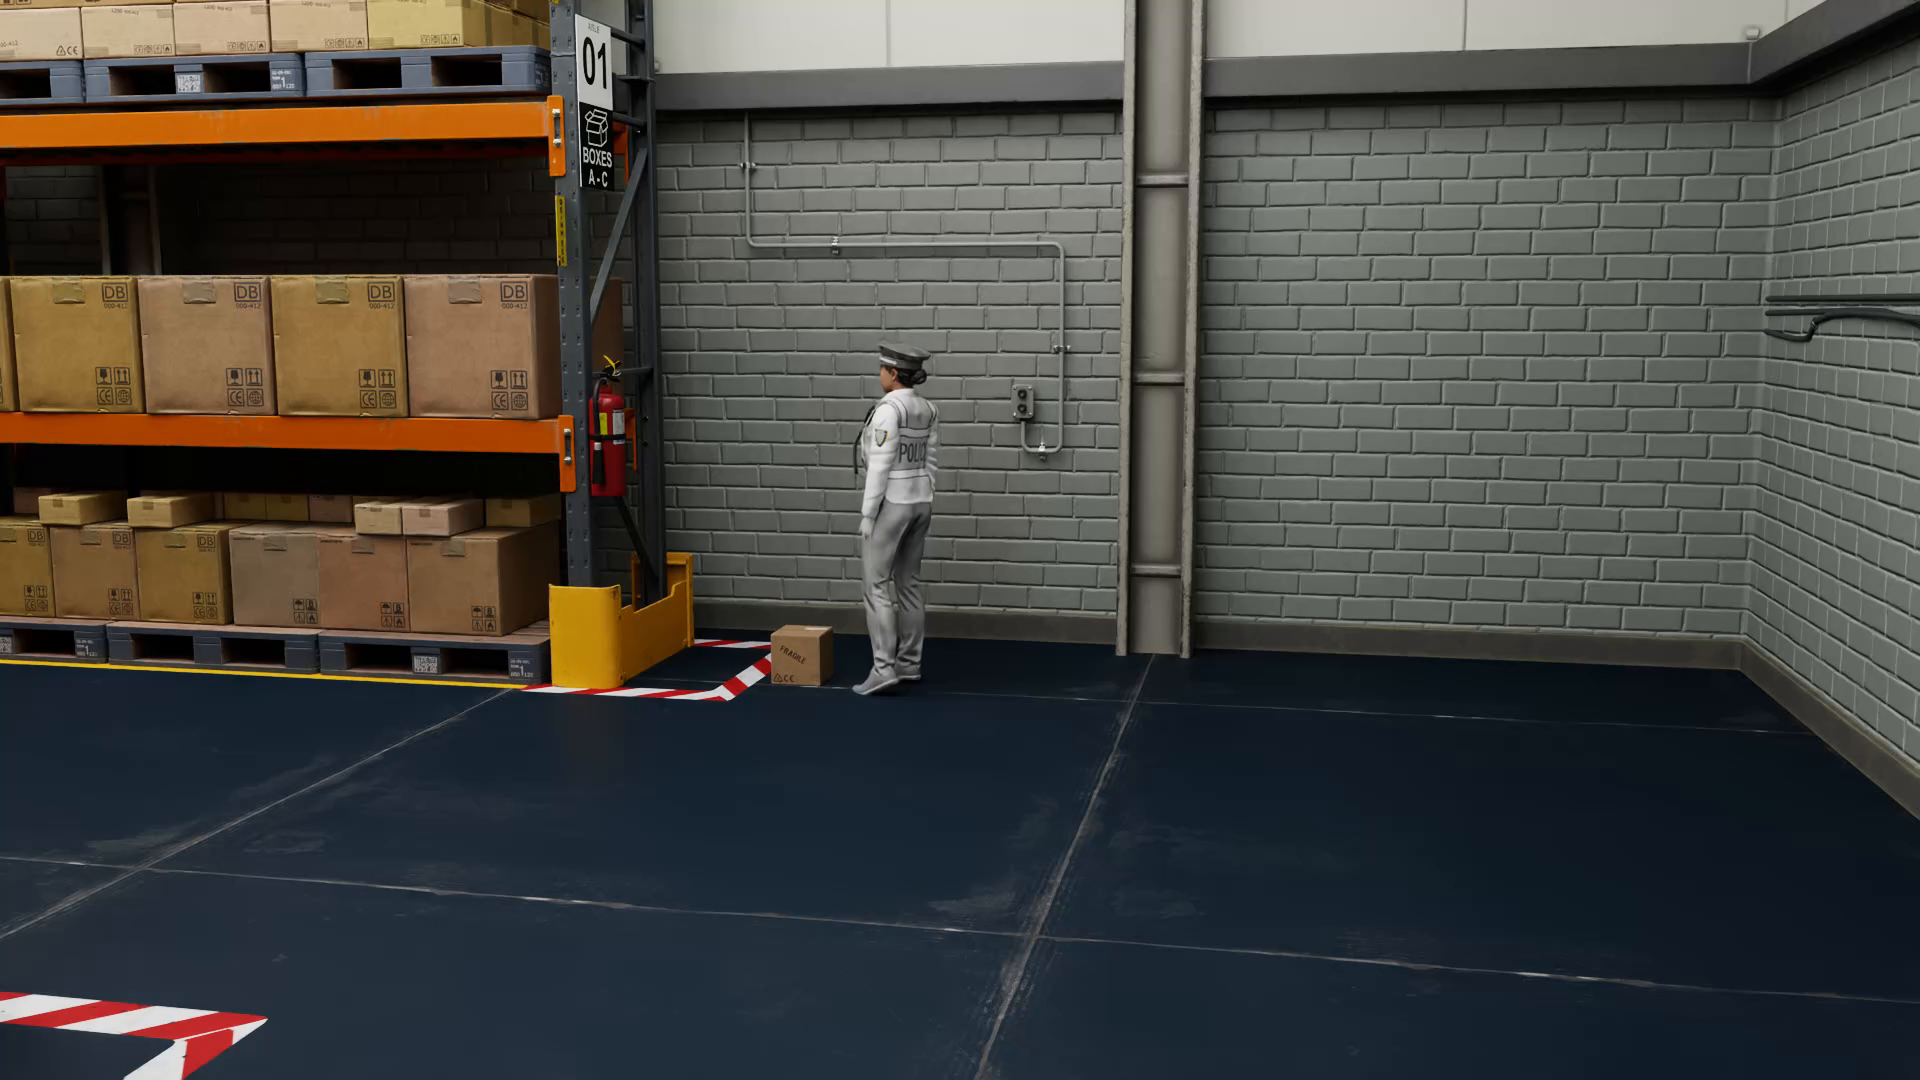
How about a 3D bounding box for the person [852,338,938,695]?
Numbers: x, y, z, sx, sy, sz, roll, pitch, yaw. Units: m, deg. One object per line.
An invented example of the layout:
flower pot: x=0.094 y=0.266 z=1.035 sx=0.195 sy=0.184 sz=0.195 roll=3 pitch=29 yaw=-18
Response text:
person: x=-0.330 y=-0.118 z=8.095 sx=0.362 sy=1.715 sz=0.544 roll=5 pitch=9 yaw=30
